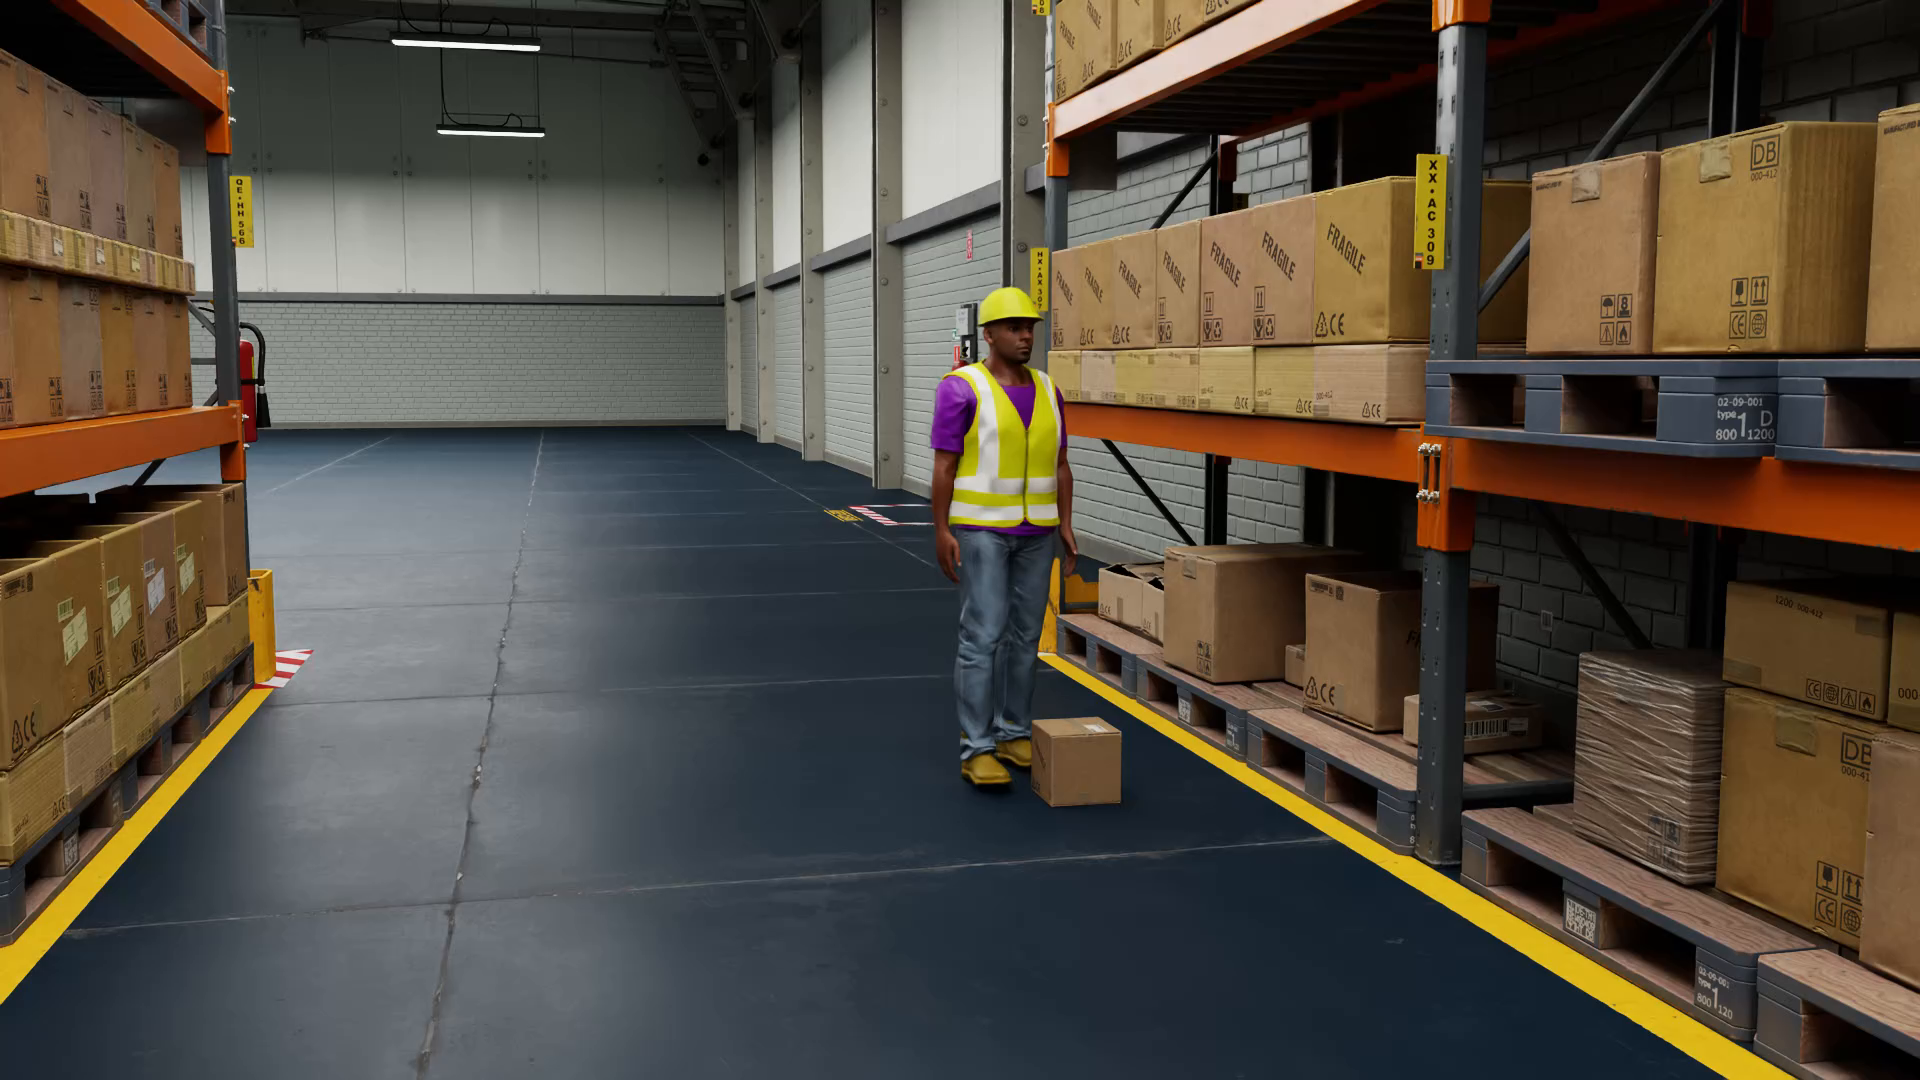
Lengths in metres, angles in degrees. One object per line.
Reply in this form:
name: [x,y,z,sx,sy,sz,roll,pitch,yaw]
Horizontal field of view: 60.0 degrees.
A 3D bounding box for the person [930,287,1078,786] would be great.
person: [0.205,-0.024,6.026,0.569,1.771,0.496,-4,7,-31]
